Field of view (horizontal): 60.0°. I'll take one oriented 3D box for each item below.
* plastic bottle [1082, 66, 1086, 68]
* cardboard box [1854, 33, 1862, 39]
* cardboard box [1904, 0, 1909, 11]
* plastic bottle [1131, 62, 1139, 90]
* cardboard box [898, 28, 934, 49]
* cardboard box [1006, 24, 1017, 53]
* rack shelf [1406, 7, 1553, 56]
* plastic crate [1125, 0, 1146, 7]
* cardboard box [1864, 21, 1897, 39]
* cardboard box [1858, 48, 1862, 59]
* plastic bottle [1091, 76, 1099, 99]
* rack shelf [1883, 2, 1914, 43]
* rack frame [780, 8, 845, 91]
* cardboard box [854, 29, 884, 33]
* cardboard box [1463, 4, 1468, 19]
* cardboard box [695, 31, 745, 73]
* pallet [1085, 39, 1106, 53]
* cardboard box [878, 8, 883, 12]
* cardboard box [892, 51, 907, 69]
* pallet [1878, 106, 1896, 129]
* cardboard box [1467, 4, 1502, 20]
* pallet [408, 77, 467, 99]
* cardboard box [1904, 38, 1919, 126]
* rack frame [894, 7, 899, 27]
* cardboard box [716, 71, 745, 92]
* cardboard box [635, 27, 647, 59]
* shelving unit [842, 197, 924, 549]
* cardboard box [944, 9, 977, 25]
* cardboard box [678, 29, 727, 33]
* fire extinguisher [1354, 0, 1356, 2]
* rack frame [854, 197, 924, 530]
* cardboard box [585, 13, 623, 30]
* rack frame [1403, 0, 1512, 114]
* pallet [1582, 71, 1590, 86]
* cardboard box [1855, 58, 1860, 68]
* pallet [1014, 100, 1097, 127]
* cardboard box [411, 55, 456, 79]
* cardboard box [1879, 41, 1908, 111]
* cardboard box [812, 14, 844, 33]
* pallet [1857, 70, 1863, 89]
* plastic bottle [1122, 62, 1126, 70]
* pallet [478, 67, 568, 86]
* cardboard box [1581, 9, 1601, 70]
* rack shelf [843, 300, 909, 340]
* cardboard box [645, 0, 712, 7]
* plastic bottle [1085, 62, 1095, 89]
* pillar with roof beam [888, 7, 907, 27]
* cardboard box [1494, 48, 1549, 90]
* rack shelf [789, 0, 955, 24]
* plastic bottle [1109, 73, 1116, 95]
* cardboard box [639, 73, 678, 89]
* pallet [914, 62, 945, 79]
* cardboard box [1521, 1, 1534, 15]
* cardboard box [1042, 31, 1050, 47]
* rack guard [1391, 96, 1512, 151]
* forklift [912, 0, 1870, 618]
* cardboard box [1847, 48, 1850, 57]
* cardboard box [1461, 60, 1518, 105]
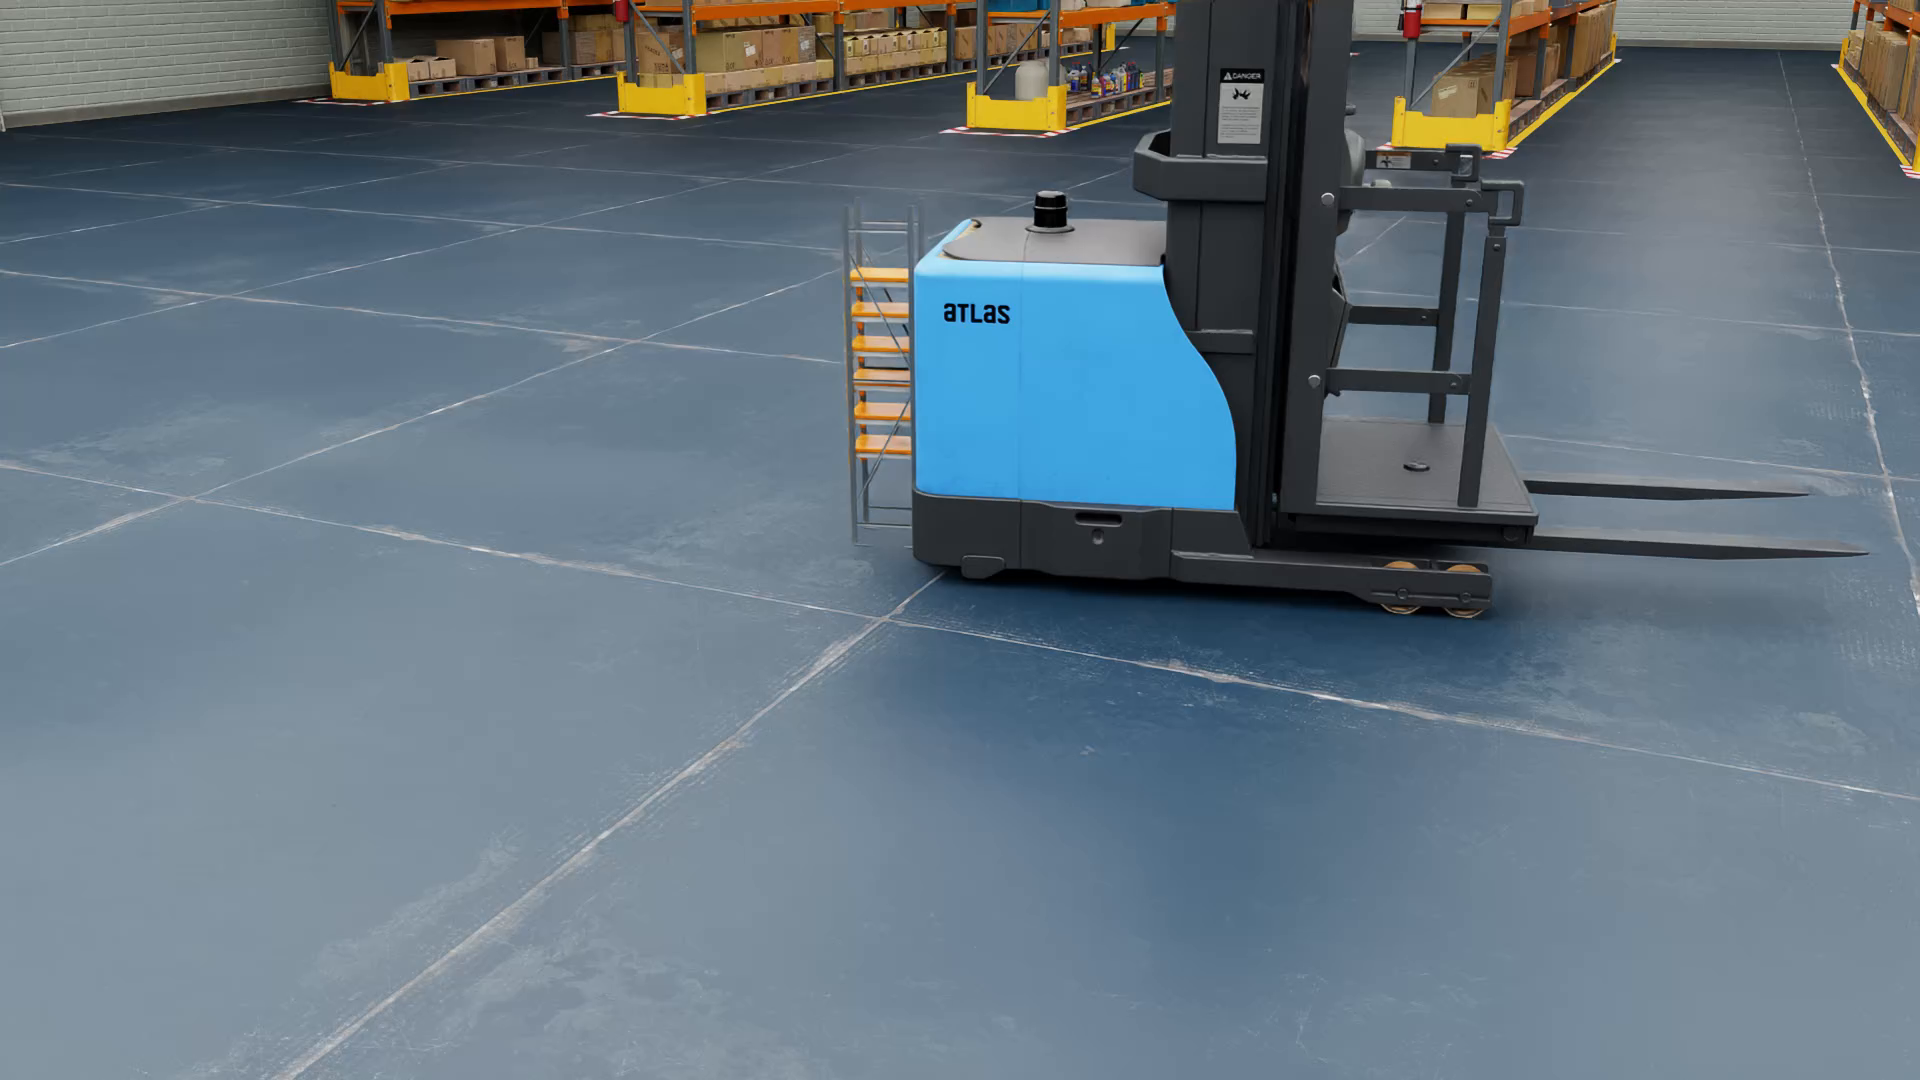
[{"bbox_3d":[1.676,-6.283,22.569,0.152,0.276,0.135,9,22,25],"label":"plastic bottle"},{"bbox_3d":[15.185,-8.393,27.832,0.380,0.149,0.250,9,21,24],"label":"cardboard box"},{"bbox_3d":[11.493,-6.506,19.637,0.500,0.500,0.500,8,21,22],"label":"cardboard box"},{"bbox_3d":[2.313,-6.222,22.285,0.144,0.351,0.185,8,21,21],"label":"plastic bottle"},{"bbox_3d":[-0.762,-8.216,27.234,0.500,0.311,0.500,8,21,22],"label":"cardboard box"},{"bbox_3d":[0.716,-9.162,30.328,0.500,0.500,0.500,9,21,23],"label":"cardboard box"},{"bbox_3d":[6.014,-5.869,19.070,1.077,0.370,4.000,9,21,23],"label":"rack shelf"},{"bbox_3d":[2.109,-7.054,21.548,0.499,0.251,0.616,9,21,23],"label":"plastic crate"},{"bbox_3d":[14.049,-7.738,25.234,0.500,0.250,0.500,8,21,20],"label":"cardboard box"},{"bbox_3d":[14.431,-7.688,26.295,0.380,0.149,0.250,9,21,24],"label":"cardboard box"},{"bbox_3d":[1.703,-5.710,20.963,0.097,0.271,0.097,0,20,0],"label":"plastic bottle"},{"bbox_3d":[12.135,-6.381,20.507,1.077,0.370,4.000,9,21,23],"label":"rack shelf"},{"bbox_3d":[-2.203,-8.180,24.494,1.000,3.000,0.127,9,21,23],"label":"rack frame"},{"bbox_3d":[-1.466,-8.132,26.999,0.500,0.311,0.500,8,21,21],"label":"cardboard box"},{"bbox_3d":[5.226,-5.670,17.811,0.380,0.149,0.250,9,21,23],"label":"cardboard box"},{"bbox_3d":[-3.216,-6.500,22.126,0.500,0.500,0.500,9,21,23],"label":"cardboard box"},{"bbox_3d":[2.354,-10.267,34.525,1.003,0.211,1.213,9,21,23],"label":"pallet"},{"bbox_3d":[-1.892,-11.561,36.135,0.380,0.149,0.250,8,21,22],"label":"cardboard box"},{"bbox_3d":[-1.183,-7.642,26.457,0.500,0.250,0.500,9,21,24],"label":"cardboard box"},{"bbox_3d":[11.564,-5.041,19.827,1.003,0.211,1.213,9,21,23],"label":"pallet"},{"bbox_3d":[5.529,-5.533,17.425,0.380,0.149,0.250,9,21,23],"label":"cardboard box"},{"bbox_3d":[-7.966,-6.589,24.181,1.003,0.211,1.213,9,21,23],"label":"pallet"},{"bbox_3d":[10.629,-4.846,17.663,0.875,0.875,0.875,9,21,23],"label":"cardboard box"},{"bbox_3d":[-1.810,-12.527,36.716,1.000,3.000,0.127,9,21,23],"label":"rack frame"},{"bbox_3d":[-3.217,-6.146,22.252,0.500,0.250,0.500,9,21,23],"label":"cardboard box"},{"bbox_3d":[-5.828,-8.586,28.710,0.700,0.500,0.500,8,21,22],"label":"cardboard box"},{"bbox_3d":[-0.253,-0.570,5.779,0.258,1.200,0.189,3,20,9],"label":"shelving unit"},{"bbox_3d":[0.038,-9.435,29.977,0.500,0.250,0.500,8,21,22],"label":"cardboard box"},{"bbox_3d":[-3.497,-6.725,22.761,0.500,0.500,0.500,9,21,23],"label":"cardboard box"},{"bbox_3d":[7.704,-10.939,32.924,0.296,0.674,0.183,9,21,23],"label":"fire extinguisher"},{"bbox_3d":[-0.238,-0.600,5.864,0.240,1.200,0.006,3,20,9],"label":"rack frame"},{"bbox_3d":[-6.051,-8.763,28.089,0.500,0.250,0.500,8,21,21],"label":"cardboard box"},{"bbox_3d":[5.195,-5.597,17.230,1.000,3.000,0.127,9,21,23],"label":"rack frame"},{"bbox_3d":[9.363,-7.331,26.267,1.003,0.211,1.213,9,21,23],"label":"pallet"},{"bbox_3d":[14.442,-7.575,26.420,0.380,0.149,0.250,9,21,23],"label":"cardboard box"},{"bbox_3d":[1.002,-5.240,20.388,1.003,0.211,1.213,9,21,23],"label":"pallet"},{"bbox_3d":[-7.763,-6.950,24.390,0.500,0.311,0.500,11,22,27],"label":"cardboard box"},{"bbox_3d":[11.488,-5.448,19.543,1.050,0.750,0.750,8,21,22],"label":"cardboard box"},{"bbox_3d":[-2.840,-10.692,34.660,0.700,0.500,0.500,8,21,22],"label":"cardboard box"},{"bbox_3d":[14.275,-7.002,25.342,1.003,0.211,1.213,9,21,23],"label":"pallet"},{"bbox_3d":[2.182,-6.242,22.340,0.144,0.351,0.185,9,21,23],"label":"plastic bottle"},{"bbox_3d":[-6.967,-7.335,26.278,1.003,0.211,1.213,9,21,23],"label":"pallet"},{"bbox_3d":[9.500,-7.990,26.504,1.225,0.875,0.875,8,21,21],"label":"cardboard box"},{"bbox_3d":[-0.255,-0.755,5.713,0.258,0.103,0.180,3,20,9],"label":"rack shelf"},{"bbox_3d":[-3.639,-7.145,21.435,0.700,0.500,0.500,9,21,23],"label":"cardboard box"},{"bbox_3d":[1.736,-6.249,22.360,0.144,0.351,0.185,9,21,23],"label":"plastic bottle"},{"bbox_3d":[2.434,-15.707,36.705,9.100,9.000,0.400,9,21,23],"label":"pillar with roof beam"},{"bbox_3d":[7.545,-6.348,22.417,0.700,0.500,0.500,7,21,18],"label":"cardboard box"},{"bbox_3d":[-1.384,-8.453,26.333,1.077,0.370,4.000,9,21,23],"label":"rack shelf"},{"bbox_3d":[1.967,-5.907,21.517,0.097,0.271,0.097,0,20,0],"label":"plastic bottle"},{"bbox_3d":[-3.891,-6.064,22.021,0.500,0.250,0.500,9,21,23],"label":"cardboard box"},{"bbox_3d":[-0.938,-7.843,27.707,1.003,0.211,1.213,9,21,23],"label":"pallet"},{"bbox_3d":[6.232,-5.978,18.677,0.380,0.149,0.250,9,21,23],"label":"cardboard box"},{"bbox_3d":[1.442,-9.665,32.024,0.500,0.311,0.500,9,21,23],"label":"cardboard box"},{"bbox_3d":[5.226,-4.442,17.714,1.175,0.500,0.348,9,21,23],"label":"rack guard"},{"bbox_3d":[1.405,-1.325,5.321,3.031,2.935,1.130,3,20,9],"label":"forklift"},{"bbox_3d":[15.724,-8.515,29.063,0.380,0.149,0.250,9,21,24],"label":"cardboard box"},{"bbox_3d":[6.405,-5.547,20.193,0.500,0.500,0.500,17,26,40],"label":"cardboard box"}]
